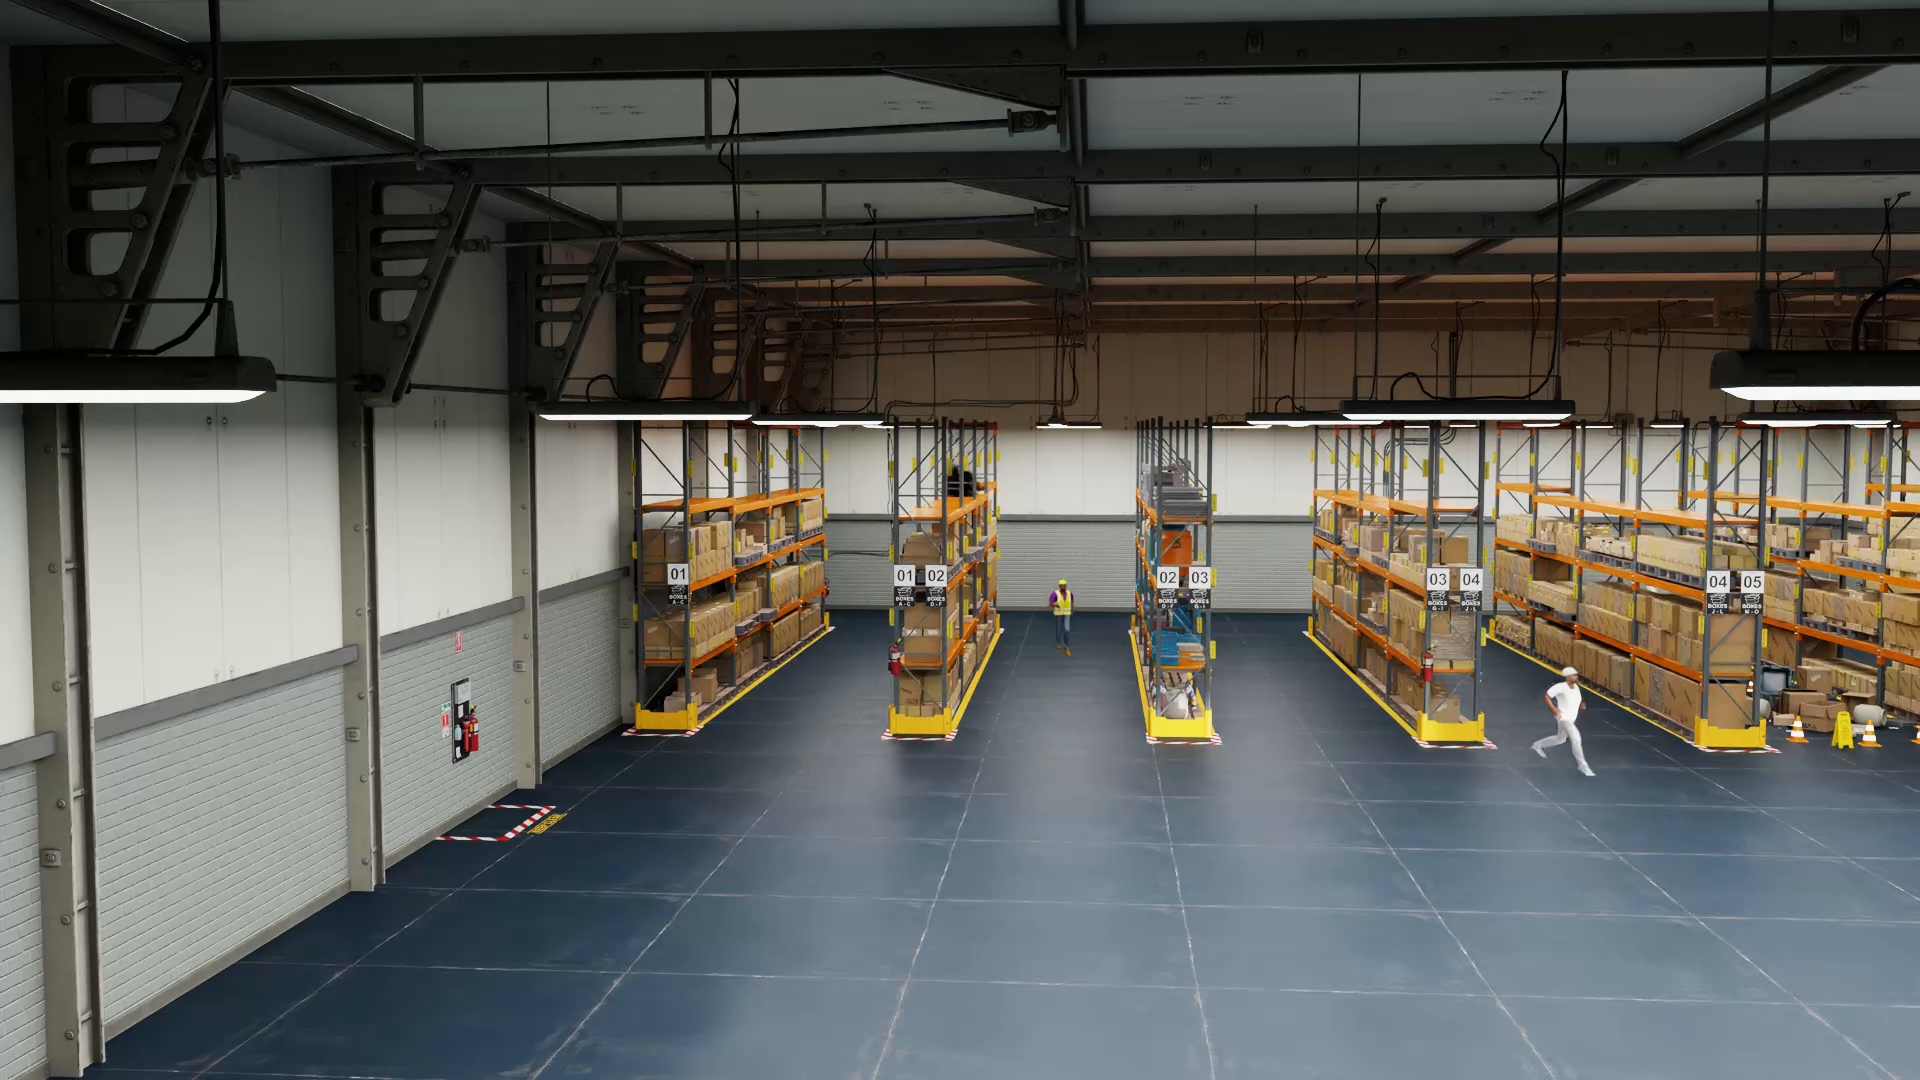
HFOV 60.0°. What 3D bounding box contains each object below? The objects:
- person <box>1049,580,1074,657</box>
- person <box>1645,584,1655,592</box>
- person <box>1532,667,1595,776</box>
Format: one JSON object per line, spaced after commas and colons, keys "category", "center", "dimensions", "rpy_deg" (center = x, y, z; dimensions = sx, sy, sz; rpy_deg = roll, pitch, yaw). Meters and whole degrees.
{"category": "person", "center": [2.514, 1.915, 40.938], "dimensions": [0.680, 1.886, 0.743], "rpy_deg": [0, 4, -7]}
{"category": "person", "center": [19.633, 1.834, 47.288], "dimensions": [0.541, 1.607, 0.610], "rpy_deg": [0, 4, 7]}
{"category": "person", "center": [10.215, 3.014, 28.047], "dimensions": [1.104, 1.773, 0.652], "rpy_deg": [3, 5, 40]}
